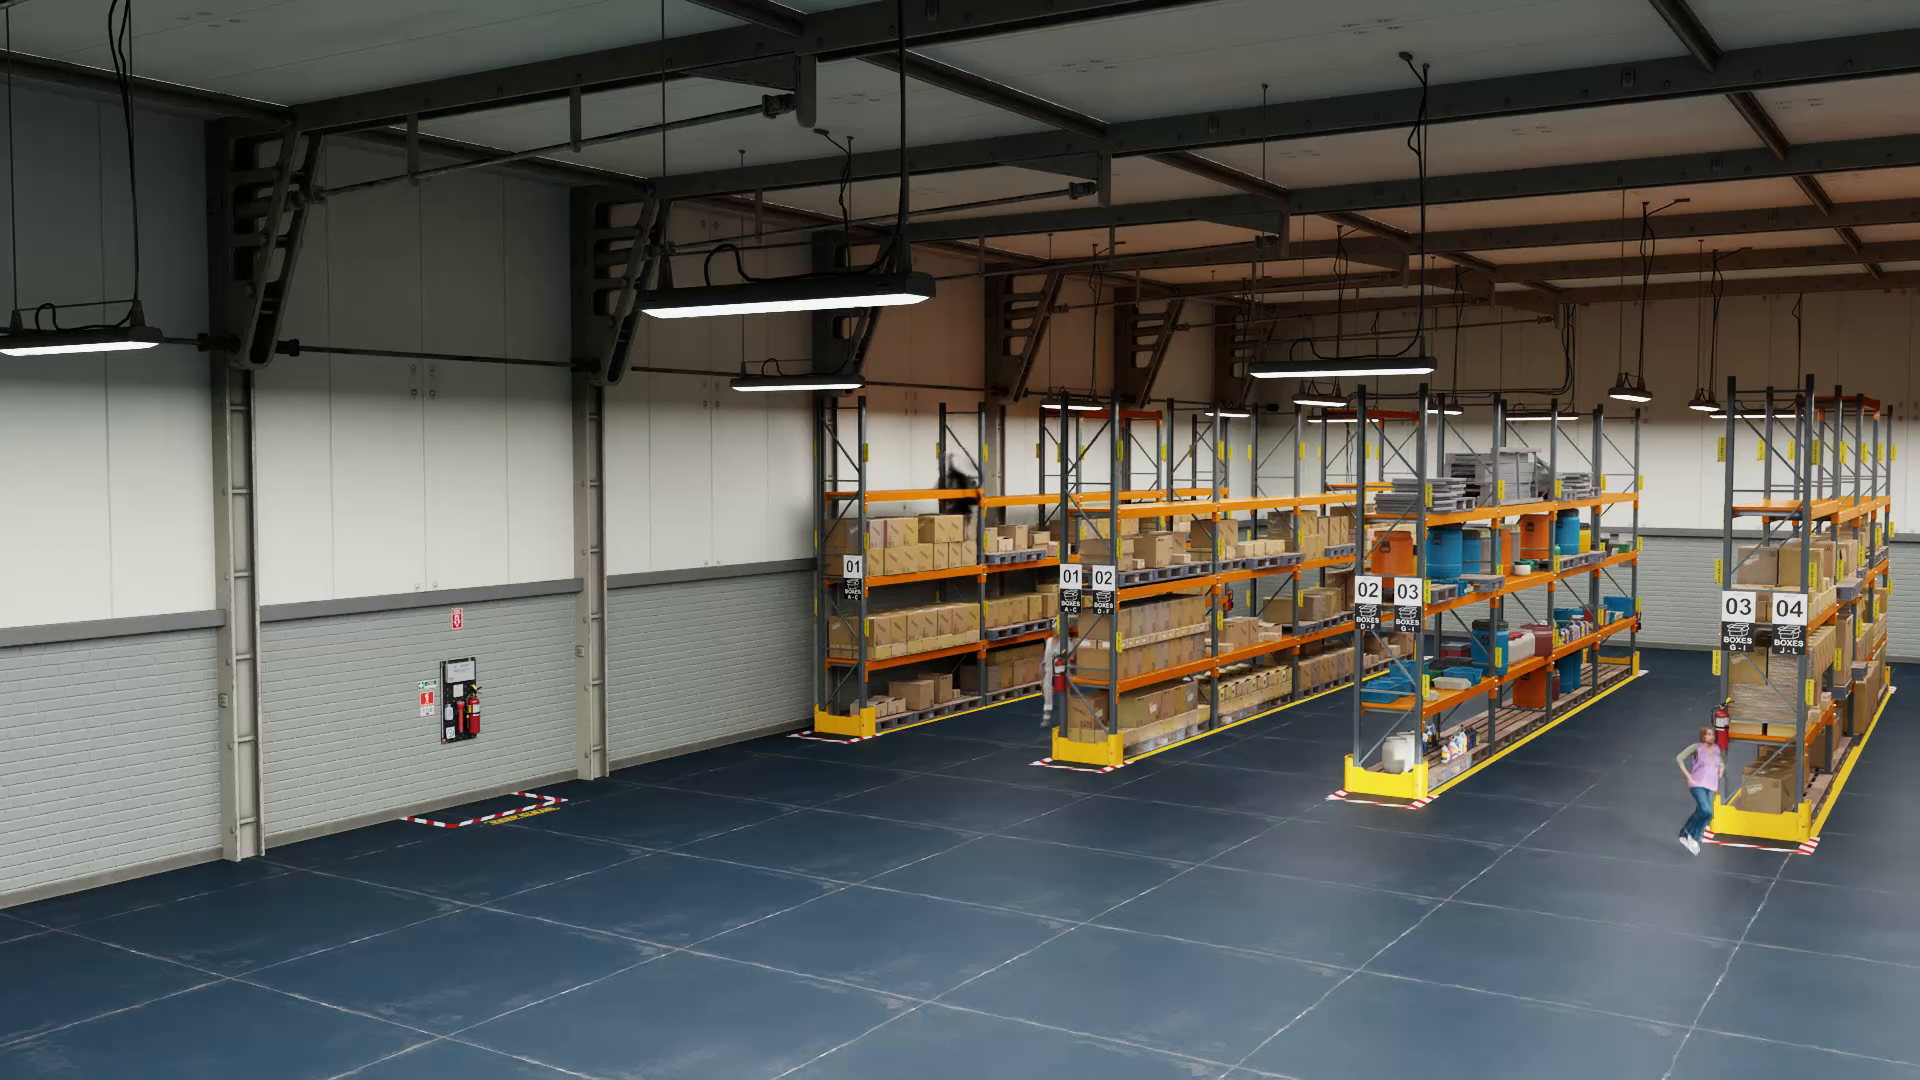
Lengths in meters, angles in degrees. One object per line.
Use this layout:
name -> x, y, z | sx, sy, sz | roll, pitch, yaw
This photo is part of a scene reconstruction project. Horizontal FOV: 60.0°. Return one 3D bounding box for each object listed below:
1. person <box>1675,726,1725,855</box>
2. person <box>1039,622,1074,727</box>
person -> 9.290, 3.125, 20.795 | 0.558, 1.577, 0.602 | -1, 3, -12
person -> 1.677, 2.310, 28.836 | 0.659, 1.773, 1.003 | 2, 3, 27
